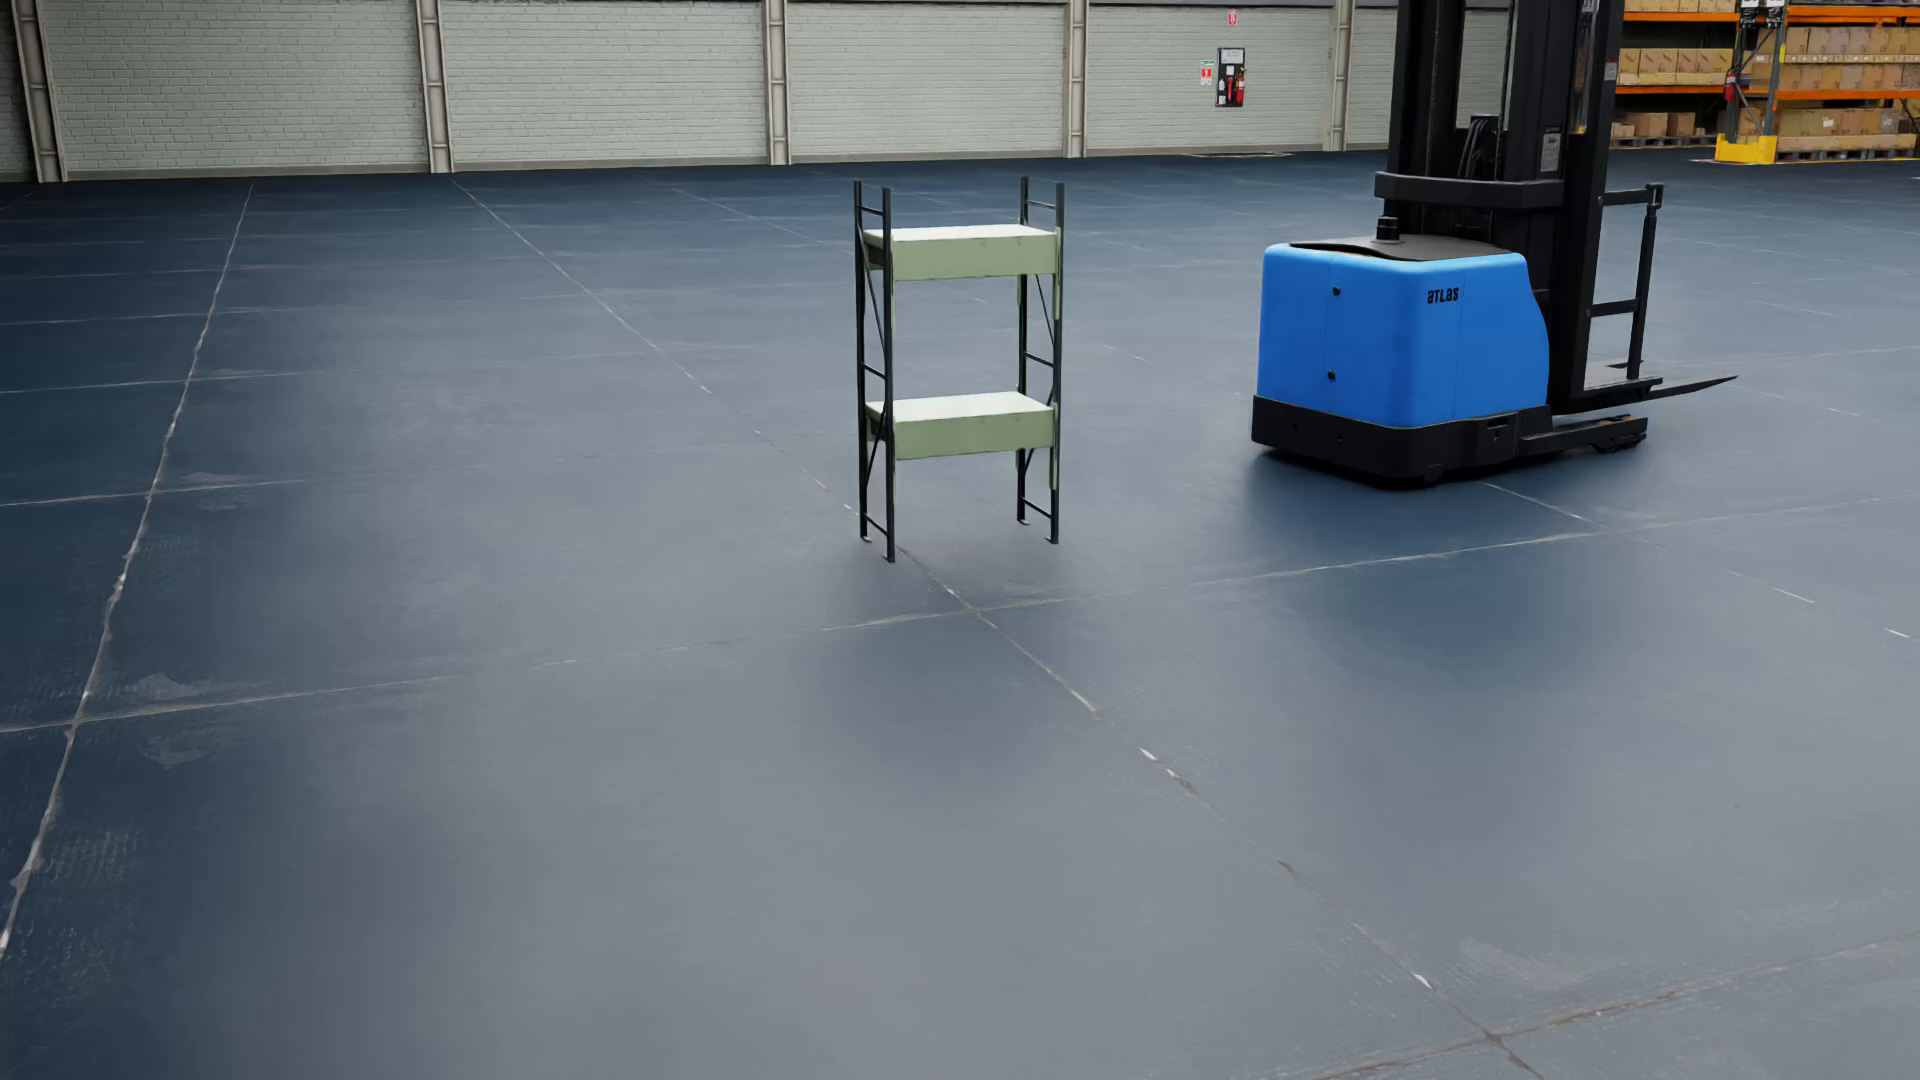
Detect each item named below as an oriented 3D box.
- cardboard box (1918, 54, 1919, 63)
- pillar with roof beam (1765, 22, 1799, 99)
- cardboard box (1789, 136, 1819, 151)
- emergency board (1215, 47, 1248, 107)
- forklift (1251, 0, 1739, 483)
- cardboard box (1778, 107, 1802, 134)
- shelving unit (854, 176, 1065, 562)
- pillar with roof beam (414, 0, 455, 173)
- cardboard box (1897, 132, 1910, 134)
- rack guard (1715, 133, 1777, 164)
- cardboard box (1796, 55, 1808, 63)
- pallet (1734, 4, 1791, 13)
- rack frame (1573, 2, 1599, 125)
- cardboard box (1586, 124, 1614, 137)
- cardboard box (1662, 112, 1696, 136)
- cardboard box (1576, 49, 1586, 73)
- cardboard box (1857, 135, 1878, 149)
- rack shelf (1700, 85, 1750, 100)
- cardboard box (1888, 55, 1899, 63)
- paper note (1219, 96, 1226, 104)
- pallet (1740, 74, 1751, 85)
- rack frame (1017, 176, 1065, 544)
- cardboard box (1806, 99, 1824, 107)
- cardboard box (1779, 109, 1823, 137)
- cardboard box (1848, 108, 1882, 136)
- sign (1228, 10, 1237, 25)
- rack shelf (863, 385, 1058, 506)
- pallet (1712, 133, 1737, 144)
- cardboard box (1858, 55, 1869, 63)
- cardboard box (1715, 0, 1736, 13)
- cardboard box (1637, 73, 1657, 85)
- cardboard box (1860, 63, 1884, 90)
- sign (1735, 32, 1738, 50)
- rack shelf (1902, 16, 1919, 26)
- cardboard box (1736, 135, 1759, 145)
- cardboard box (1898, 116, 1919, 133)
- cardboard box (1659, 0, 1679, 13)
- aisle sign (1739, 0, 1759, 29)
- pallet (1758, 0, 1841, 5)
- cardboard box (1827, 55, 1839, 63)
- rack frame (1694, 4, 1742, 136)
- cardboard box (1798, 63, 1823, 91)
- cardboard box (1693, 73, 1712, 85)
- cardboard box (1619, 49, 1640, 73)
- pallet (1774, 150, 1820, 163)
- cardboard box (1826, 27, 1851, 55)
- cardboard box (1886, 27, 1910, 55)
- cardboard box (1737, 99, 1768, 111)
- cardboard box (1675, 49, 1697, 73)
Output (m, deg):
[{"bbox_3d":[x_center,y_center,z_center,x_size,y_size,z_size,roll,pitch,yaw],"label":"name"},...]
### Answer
[{"bbox_3d":[18.445,-9.298,32.110,0.250,0.149,0.380,-6,17,-20],"label":"cardboard box"},{"bbox_3d":[20.598,-12.571,33.937,0.400,9.000,9.100,-6,17,-20],"label":"pillar with roof beam"},{"bbox_3d":[15.933,-7.549,31.615,0.500,0.250,0.500,-6,17,-20],"label":"cardboard box"},{"bbox_3d":[5.531,-9.377,33.705,0.643,1.169,0.194,-6,17,-20],"label":"emergency board"},{"bbox_3d":[3.016,-1.976,8.624,3.031,2.935,1.130,-11,19,-32],"label":"forklift"},{"bbox_3d":[16.209,-8.099,32.157,0.500,0.500,0.500,-6,17,-20],"label":"cardboard box"},{"bbox_3d":[-0.006,-0.719,6.885,0.755,1.500,0.431,-6,17,-20],"label":"shelving unit"},{"bbox_3d":[-7.416,-9.547,23.637,0.400,9.000,9.100,-6,17,-20],"label":"pillar with roof beam"},{"bbox_3d":[18.905,-8.023,33.231,0.500,0.250,0.500,-6,18,-21],"label":"cardboard box"},{"bbox_3d":[14.864,-7.418,31.471,0.348,0.500,1.175,-6,17,-20],"label":"rack guard"},{"bbox_3d":[15.576,-8.989,31.057,0.250,0.149,0.380,-7,18,-22],"label":"cardboard box"},{"bbox_3d":[17.460,-11.709,36.658,1.003,0.211,1.213,-6,17,-20],"label":"pallet"},{"bbox_3d":[13.111,-9.923,35.564,0.127,3.000,1.000,-6,17,-20],"label":"rack frame"},{"bbox_3d":[13.789,-8.890,36.038,0.500,0.311,0.500,-8,18,-26],"label":"cardboard box"},{"bbox_3d":[15.891,-9.222,36.836,0.500,0.500,0.500,-8,18,-24],"label":"cardboard box"},{"bbox_3d":[13.475,-10.324,35.829,0.500,0.500,0.500,-6,18,-21],"label":"cardboard box"},{"bbox_3d":[17.335,-7.699,32.126,0.500,0.250,0.500,-6,17,-20],"label":"cardboard box"},{"bbox_3d":[18.713,-10.182,37.726,4.000,0.370,1.077,-6,17,-20],"label":"rack shelf"},{"bbox_3d":[17.724,-9.220,31.843,0.250,0.149,0.380,-6,17,-20],"label":"cardboard box"},{"bbox_3d":[5.341,-8.954,33.831,0.142,0.148,0.016,-6,17,-20],"label":"paper note"},{"bbox_3d":[17.611,-10.273,37.097,1.213,0.211,1.003,-6,17,-20],"label":"pallet"},{"bbox_3d":[0.336,-0.756,7.010,0.023,1.500,0.400,-6,17,-20],"label":"rack frame"},{"bbox_3d":[19.373,-9.973,38.062,0.500,0.250,0.500,-6,17,-19],"label":"cardboard box"},{"bbox_3d":[15.933,-7.908,31.508,0.500,0.500,0.500,-6,17,-20],"label":"cardboard box"},{"bbox_3d":[17.330,-8.062,32.032,0.500,0.500,0.500,-6,17,-20],"label":"cardboard box"},{"bbox_3d":[5.488,-10.514,33.465,0.199,0.298,0.001,-6,17,-20],"label":"sign"},{"bbox_3d":[-0.006,-0.406,6.976,0.720,0.370,0.431,-6,17,-20],"label":"rack shelf"},{"bbox_3d":[17.572,-9.067,37.599,1.213,0.211,1.003,-6,17,-20],"label":"pallet"},{"bbox_3d":[17.011,-9.143,31.581,0.250,0.149,0.380,-6,17,-18],"label":"cardboard box"},{"bbox_3d":[16.460,-11.706,36.102,0.500,0.500,0.500,-6,17,-19],"label":"cardboard box"},{"bbox_3d":[14.637,-9.932,35.826,0.500,0.250,0.500,-6,18,-21],"label":"cardboard box"},{"bbox_3d":[17.250,-8.920,31.973,0.500,0.500,0.700,-6,17,-19],"label":"cardboard box"},{"bbox_3d":[14.705,-9.433,31.422,0.005,0.325,0.100,-6,17,-20],"label":"sign"},{"bbox_3d":[20.489,-10.319,32.866,4.000,0.370,1.077,-6,17,-20],"label":"rack shelf"},{"bbox_3d":[15.282,-7.634,31.904,0.500,0.250,0.500,-6,17,-20],"label":"cardboard box"},{"bbox_3d":[18.897,-8.290,33.146,0.500,0.311,0.500,-6,17,-20],"label":"cardboard box"},{"bbox_3d":[15.003,-11.545,35.553,0.500,0.500,0.500,-5,17,-17],"label":"cardboard box"},{"bbox_3d":[14.720,-9.938,31.002,0.004,0.787,0.394,-6,17,-20],"label":"aisle sign"},{"bbox_3d":[15.556,-10.081,30.937,1.213,0.211,1.003,-6,17,-20],"label":"pallet"},{"bbox_3d":[16.294,-9.066,31.319,0.250,0.149,0.380,-7,18,-22],"label":"cardboard box"},{"bbox_3d":[16.846,-10.326,36.938,0.127,3.000,1.000,-6,17,-20],"label":"rack frame"},{"bbox_3d":[15.816,-8.766,31.447,0.500,0.500,0.700,-6,17,-19],"label":"cardboard box"},{"bbox_3d":[16.044,-10.088,36.358,0.500,0.250,0.500,-6,17,-20],"label":"cardboard box"},{"bbox_3d":[14.129,-10.236,35.532,0.500,0.500,0.500,-6,17,-20],"label":"cardboard box"},{"bbox_3d":[15.586,-7.370,31.820,1.213,0.211,1.003,-6,17,-20],"label":"pallet"},{"bbox_3d":[16.336,-9.445,31.457,0.500,0.500,0.700,-6,17,-20],"label":"cardboard box"},{"bbox_3d":[17.738,-9.596,31.971,0.500,0.500,0.700,-6,17,-20],"label":"cardboard box"},{"bbox_3d":[17.937,-9.821,37.544,0.500,0.250,0.500,-7,18,-21],"label":"cardboard box"},{"bbox_3d":[15.577,-10.395,36.071,0.500,0.500,0.500,-7,18,-22],"label":"cardboard box"}]
